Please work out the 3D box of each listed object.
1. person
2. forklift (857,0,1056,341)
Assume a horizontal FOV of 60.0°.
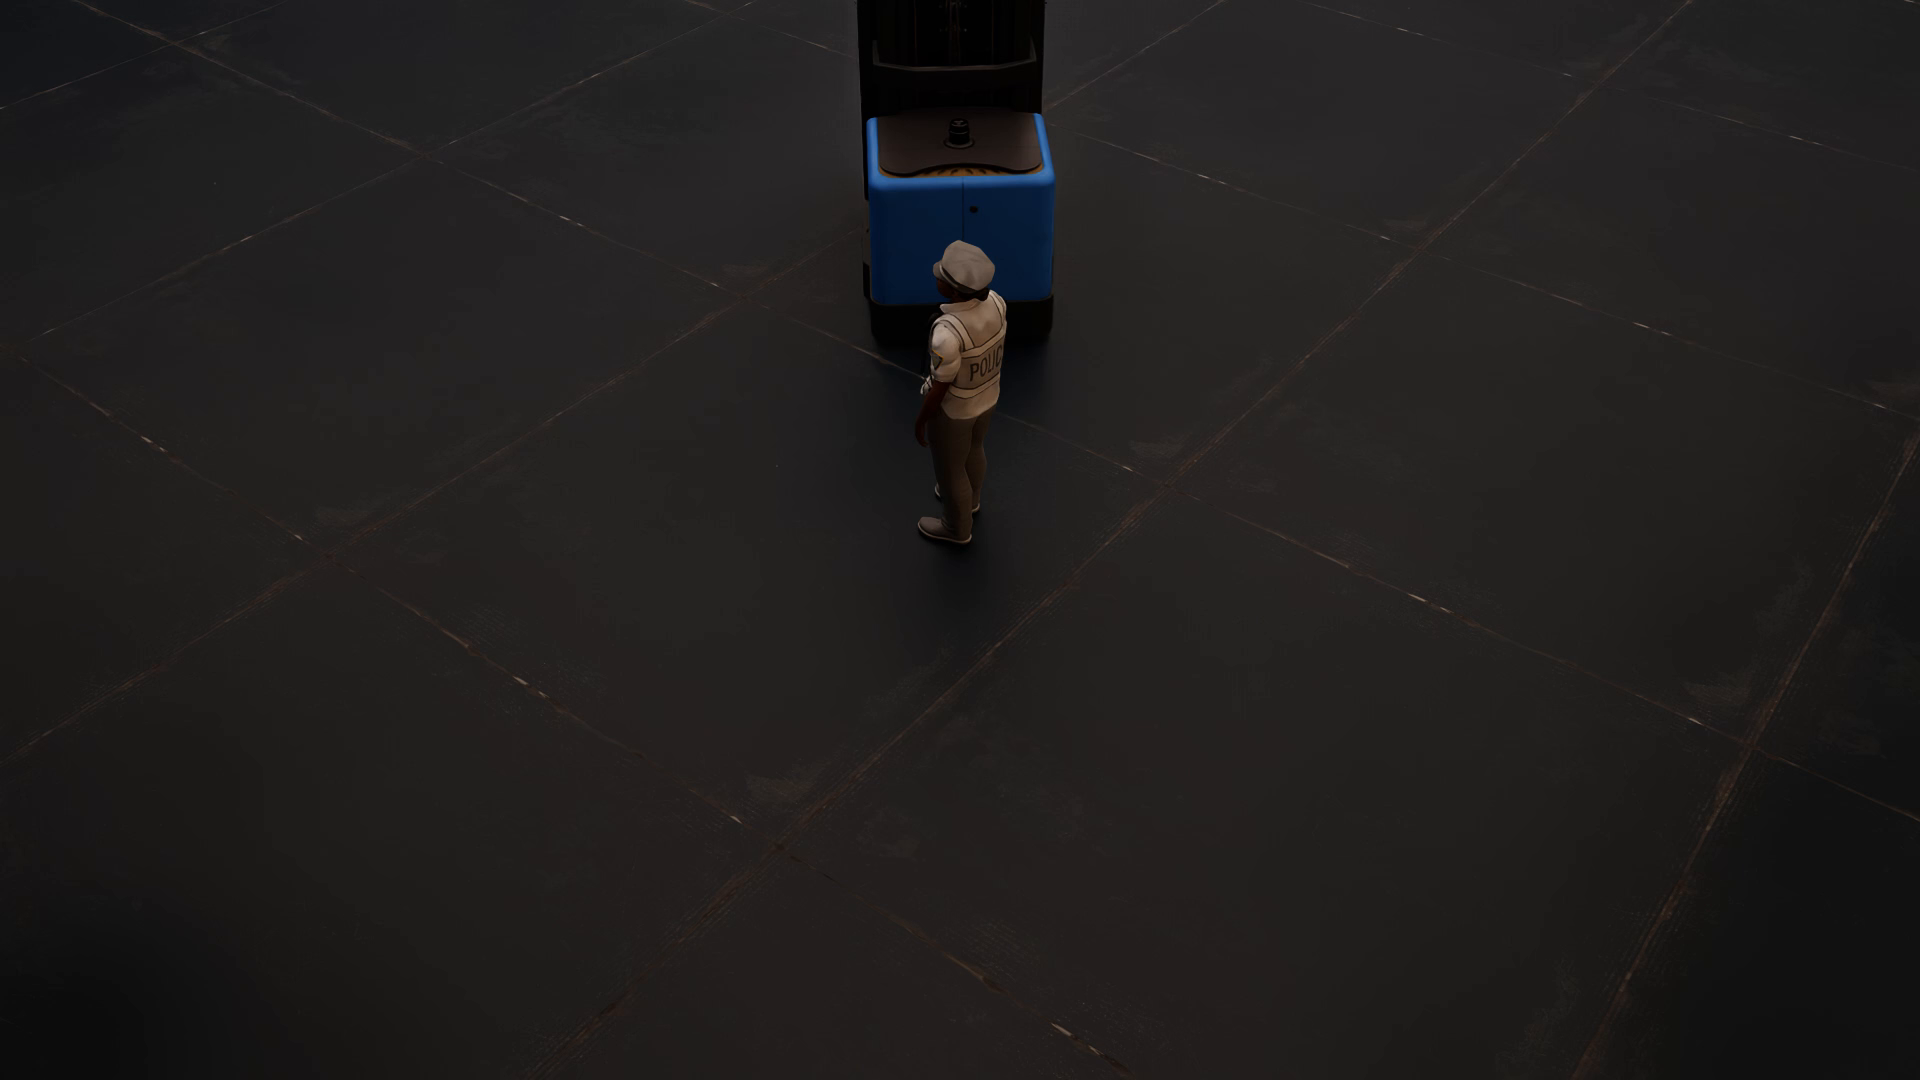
[{"bbox_3d":[-0.047,-0.690,7.825,0.530,1.695,0.570,26,47,28],"label":"person"},{"bbox_3d":[-0.068,-3.200,9.827,1.130,2.935,3.031,-2,40,-2],"label":"forklift"}]
